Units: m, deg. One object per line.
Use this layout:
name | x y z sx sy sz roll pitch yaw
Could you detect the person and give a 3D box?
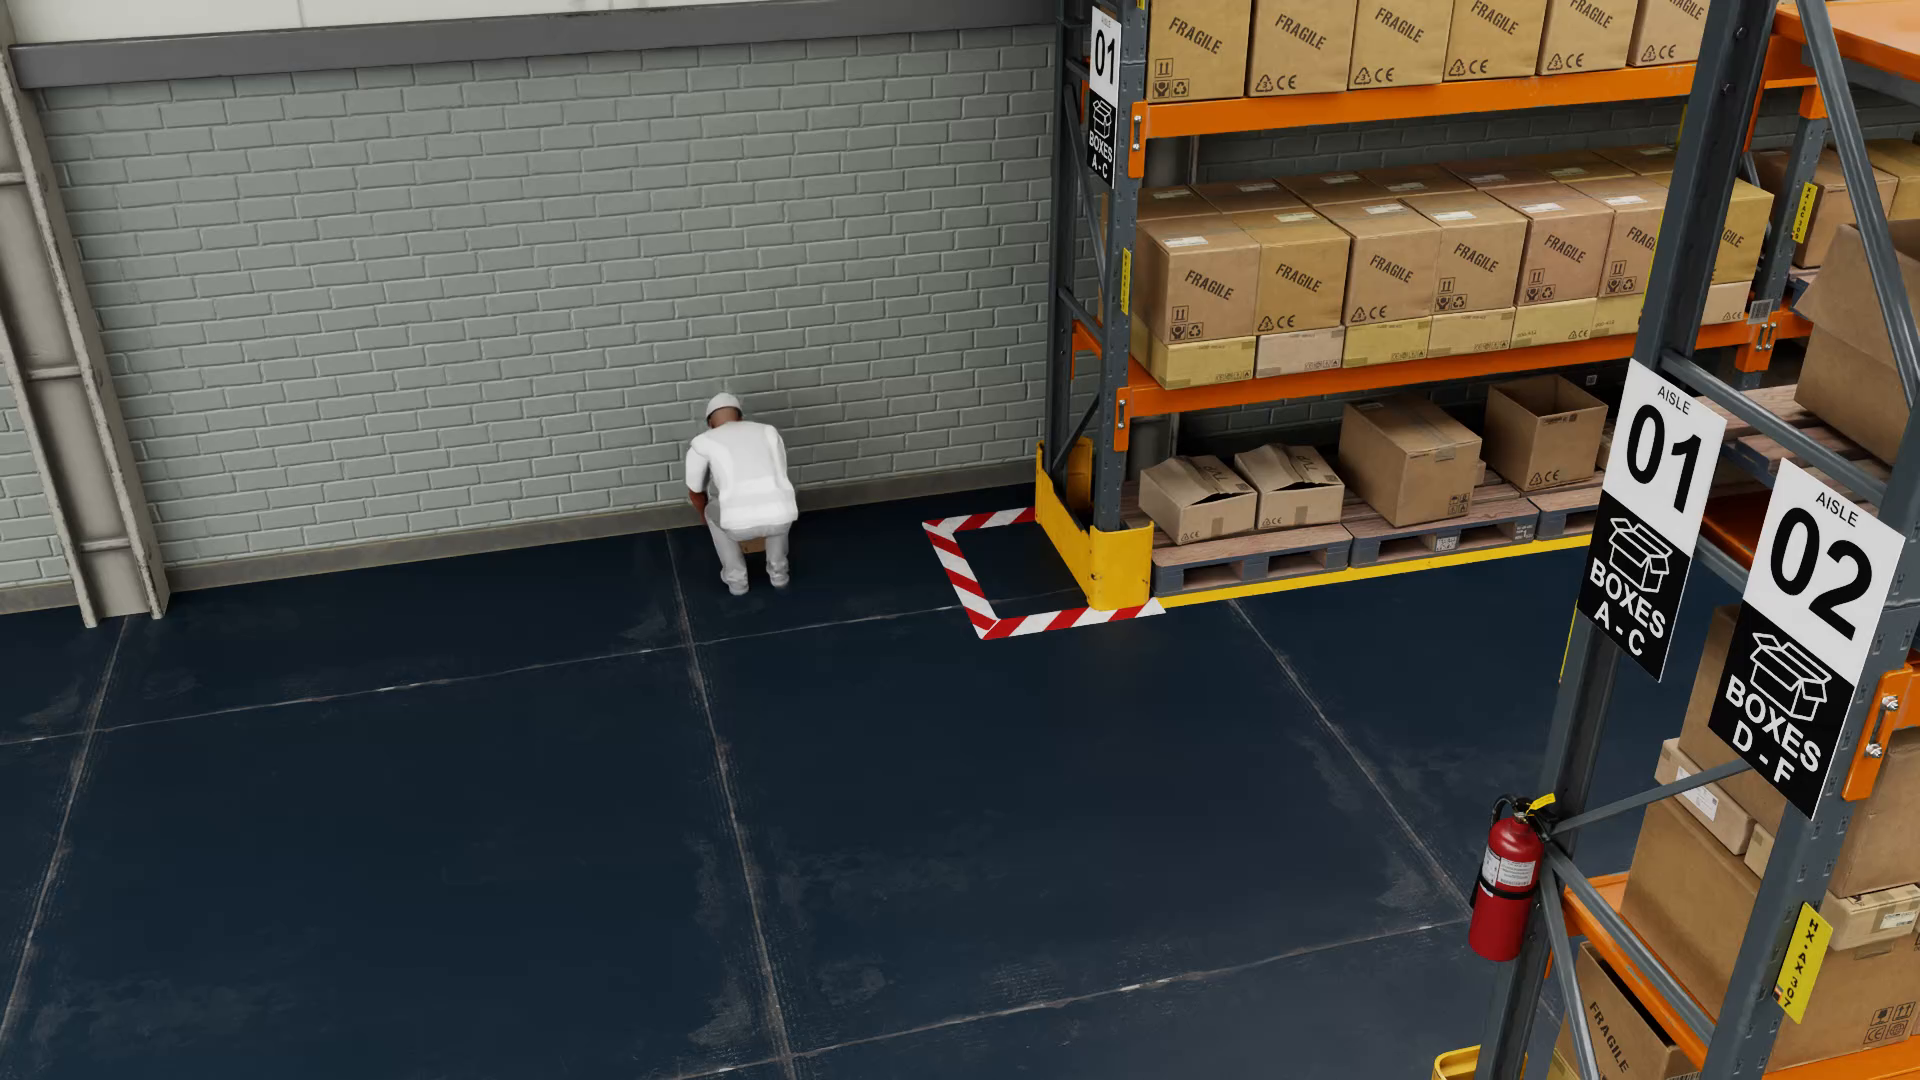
person | -1.232 -0.236 9.418 0.580 0.976 0.892 -8 31 -13
